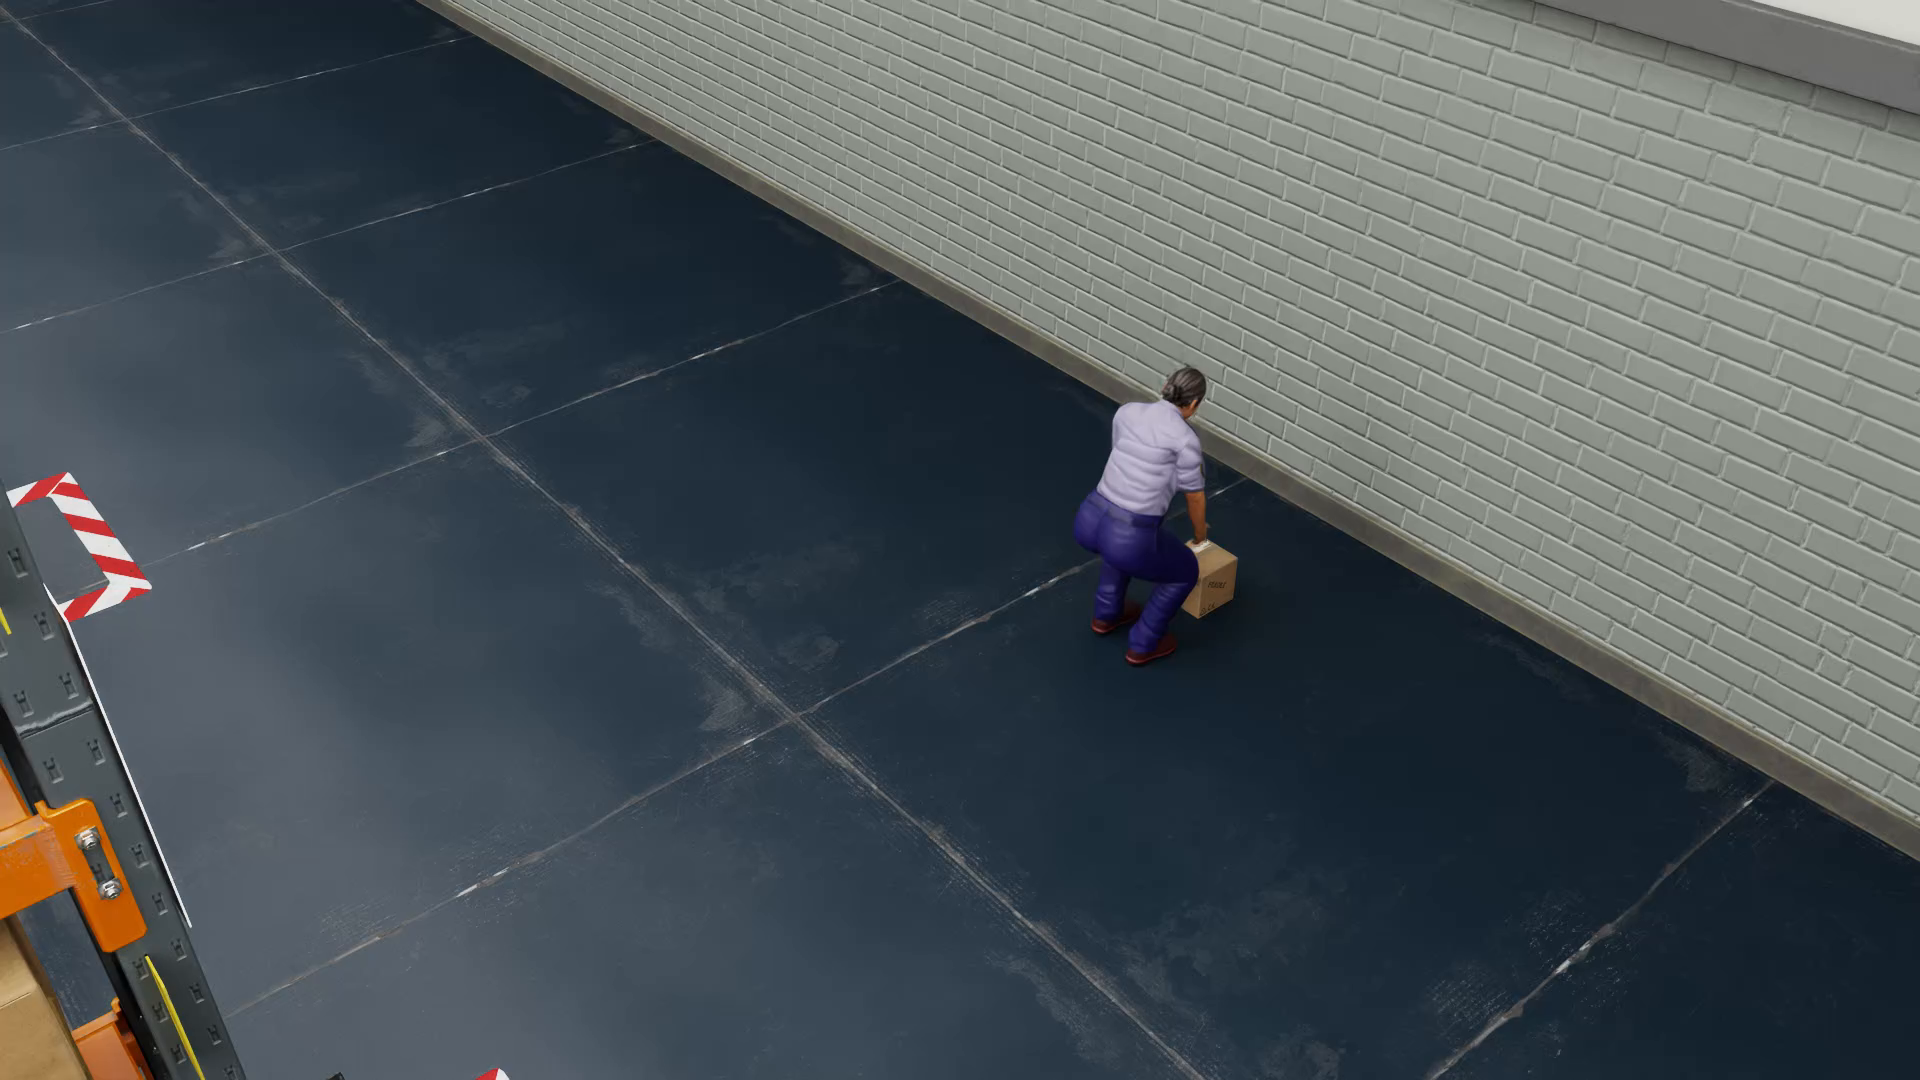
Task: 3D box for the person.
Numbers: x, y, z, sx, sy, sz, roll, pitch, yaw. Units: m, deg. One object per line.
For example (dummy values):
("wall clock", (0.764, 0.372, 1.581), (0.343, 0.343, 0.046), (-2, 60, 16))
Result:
("person", (0.812, -0.103, 7.498), (0.673, 1.340, 0.529), (-26, 44, -31))
